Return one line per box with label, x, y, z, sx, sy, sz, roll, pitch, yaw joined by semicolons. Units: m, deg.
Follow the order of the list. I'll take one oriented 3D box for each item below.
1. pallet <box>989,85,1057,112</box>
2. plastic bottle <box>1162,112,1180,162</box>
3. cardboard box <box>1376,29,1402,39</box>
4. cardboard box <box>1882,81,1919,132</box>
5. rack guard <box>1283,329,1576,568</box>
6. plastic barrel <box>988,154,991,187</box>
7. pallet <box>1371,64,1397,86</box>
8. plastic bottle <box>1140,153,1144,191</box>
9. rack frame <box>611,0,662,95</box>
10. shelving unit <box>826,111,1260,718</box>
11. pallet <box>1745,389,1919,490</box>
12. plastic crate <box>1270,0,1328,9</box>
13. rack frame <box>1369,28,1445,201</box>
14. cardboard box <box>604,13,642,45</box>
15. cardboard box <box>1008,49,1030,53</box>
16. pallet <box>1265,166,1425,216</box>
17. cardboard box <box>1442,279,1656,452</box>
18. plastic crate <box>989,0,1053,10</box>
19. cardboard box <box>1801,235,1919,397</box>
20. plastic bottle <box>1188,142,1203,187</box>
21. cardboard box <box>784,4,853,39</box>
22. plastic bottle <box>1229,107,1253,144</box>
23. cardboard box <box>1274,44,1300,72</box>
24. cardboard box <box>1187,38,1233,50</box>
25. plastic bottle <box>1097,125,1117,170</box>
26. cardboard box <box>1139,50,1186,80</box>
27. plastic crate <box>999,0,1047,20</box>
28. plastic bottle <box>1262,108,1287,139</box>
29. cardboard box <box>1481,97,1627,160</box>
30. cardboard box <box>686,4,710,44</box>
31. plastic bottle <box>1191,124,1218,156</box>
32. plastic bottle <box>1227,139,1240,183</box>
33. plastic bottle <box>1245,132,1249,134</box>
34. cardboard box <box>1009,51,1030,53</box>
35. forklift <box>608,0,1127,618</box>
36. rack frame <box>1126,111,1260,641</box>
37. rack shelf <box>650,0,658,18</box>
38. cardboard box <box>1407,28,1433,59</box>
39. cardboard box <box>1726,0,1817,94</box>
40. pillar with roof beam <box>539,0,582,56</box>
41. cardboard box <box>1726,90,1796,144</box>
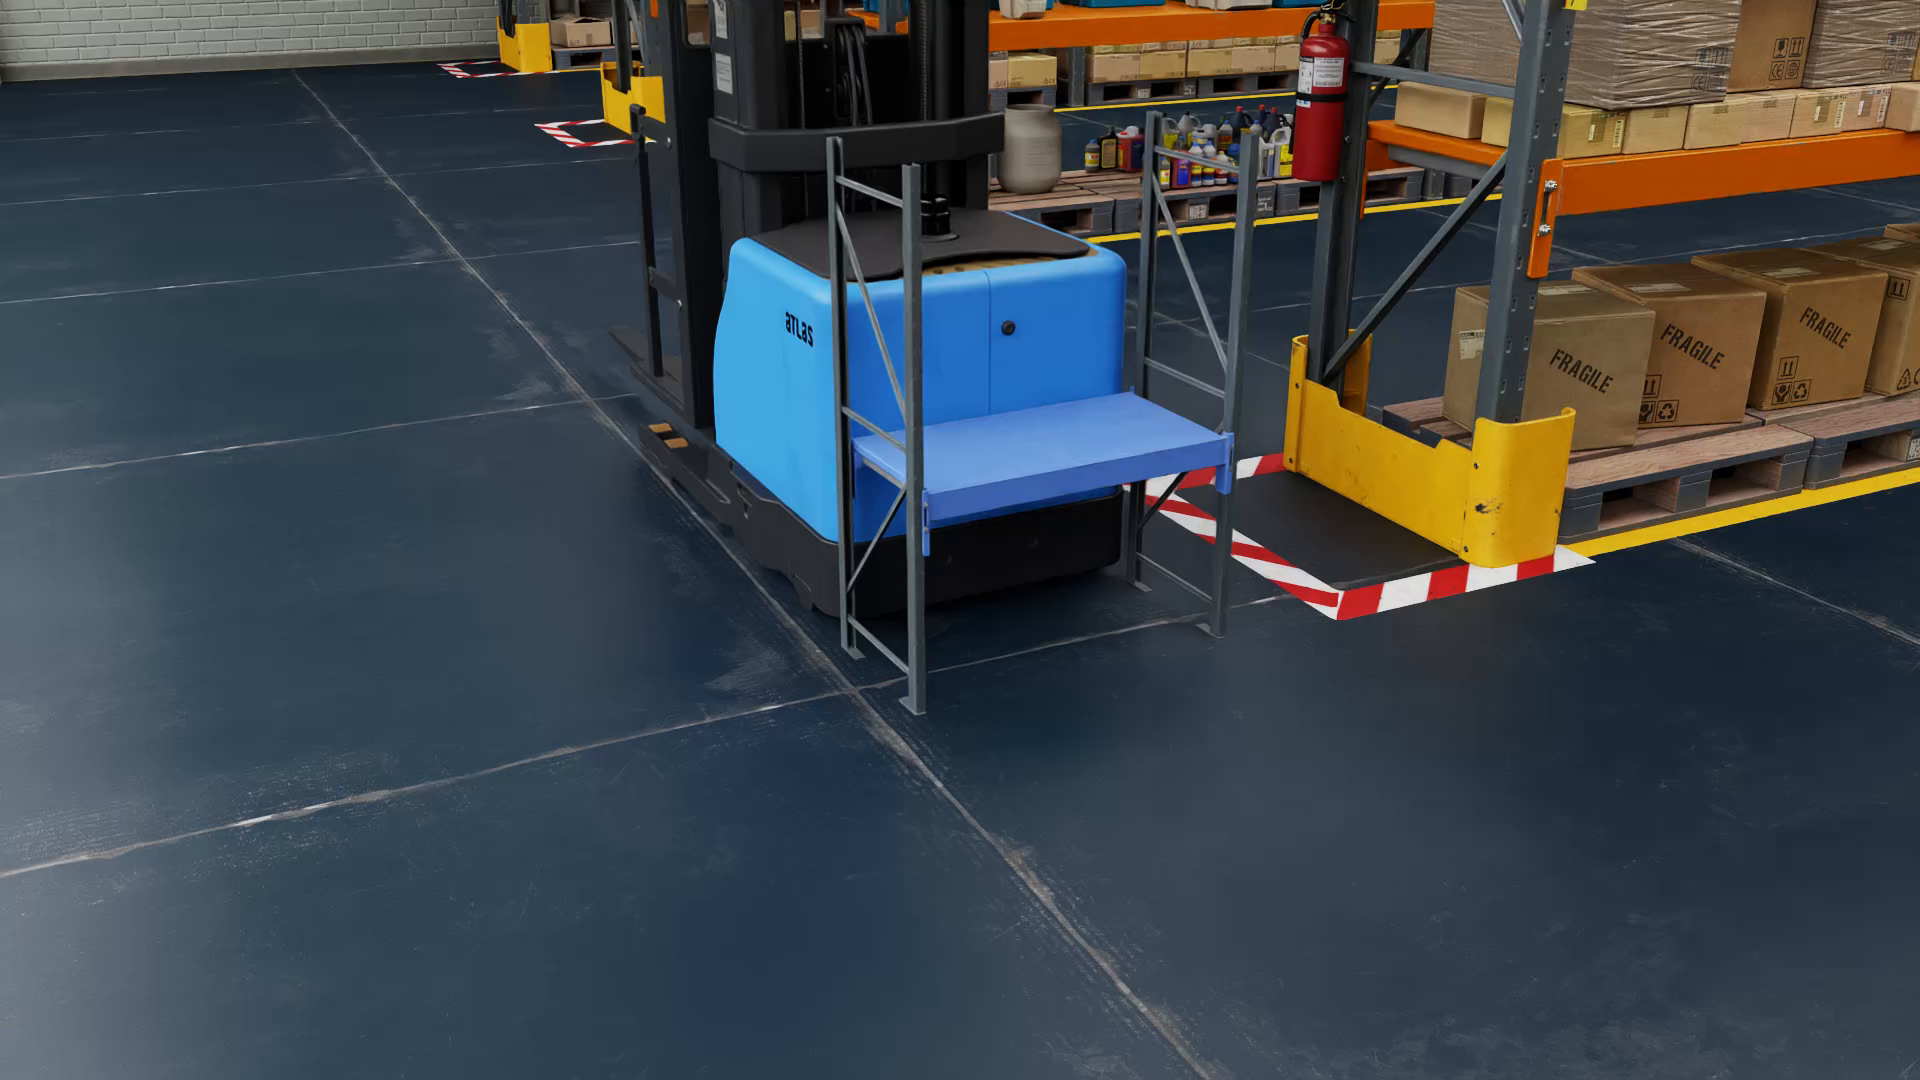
pallet;0.147;-4.173;15.556;1.213;0.211;1.003;-10;25;-24
plastic bottle;1.398;-2.727;11.305;0.185;0.351;0.144;-9;24;-21
cardboard box;4.120;-5.254;16.833;0.500;0.311;0.500;-10;24;-22
cardboard box;3.324;-1.566;5.939;0.250;0.149;0.380;-10;25;-24
rack guard;1.639;-0.359;5.963;0.348;0.500;1.175;-10;25;-24
plastic barrel;-0.018;-2.388;10.301;0.421;0.512;0.421;0;22;0
pallet;3.727;-4.831;17.145;1.213;0.211;1.003;-10;25;-24
plastic bottle;1.191;-2.344;10.483;0.097;0.271;0.097;0;22;0
rack frame;-2.723;-4.916;13.704;0.127;3.000;1.000;-10;25;-24
shelving unit;0.224;-0.383;4.715;1.048;1.500;0.538;-12;25;-26
pallet;3.484;-0.549;6.800;1.213;0.211;1.003;-10;25;-24
plastic crate;2.147;-3.526;10.540;0.616;0.251;0.499;-10;25;-24
rack frame;3.026;-3.872;11.181;0.127;3.000;1.000;-10;25;-24
cardboard box;-3.699;-5.762;18.687;0.500;0.311;0.500;-8;24;-19
cardboard box;0.328;-4.880;15.684;0.500;0.500;0.500;-10;25;-24
pallet;2.403;-2.486;11.480;1.213;0.211;1.003;-10;25;-24
cardboard box;2.140;-0.638;6.089;0.500;0.500;0.500;-6;23;-14
plastic crate;0.331;-3.431;10.312;0.408;0.251;0.499;-10;25;-24
cardboard box;3.758;-0.924;6.778;0.500;0.500;0.500;-13;26;-28
plastic bottle;1.500;-2.401;10.620;0.097;0.271;0.097;0;22;0
cardboard box;-1.249;-4.369;14.449;0.500;0.500;0.500;-10;25;-24
plastic bottle;1.949;-2.829;11.550;0.185;0.351;0.144;-12;25;-26
cardboard box;3.200;-4.826;16.533;0.500;0.250;0.500;-10;24;-22
cardboard box;2.281;-4.912;16.008;0.500;0.311;0.500;-11;25;-25
plastic bottle;0.984;-2.638;11.177;0.133;0.283;0.061;-10;24;-22
cardboard box;1.813;-4.569;15.911;0.500;0.250;0.500;-10;24;-22
plastic crate;0.368;-3.124;9.719;0.250;0.136;0.298;-10;25;-24
plastic bottle;2.181;-2.810;11.506;0.185;0.351;0.144;-10;25;-24
cardboard box;1.930;-1.350;5.418;0.250;0.149;0.380;-10;25;-24
cardboard box;-2.369;-4.377;14.468;0.500;0.500;0.500;-10;25;-24
plastic bottle;1.653;-2.677;11.281;0.135;0.276;0.152;-10;25;-24
plastic bottle;1.772;-2.451;10.742;0.097;0.271;0.097;0;22;0
plastic bottle;1.912;-2.539;10.939;0.133;0.283;0.061;-10;25;-24
cardboard box;0.332;-4.530;15.819;0.500;0.250;0.500;-10;25;-24
forklift;-0.592;-1.644;5.889;1.130;2.935;3.031;-11;25;-25
rack frame;0.673;-0.475;4.936;0.032;1.500;0.500;-12;25;-26
rack shelf;-0.921;-4.915;14.643;4.000;0.370;1.077;-10;25;-24
cardboard box;5.020;-5.268;17.248;0.500;0.500;0.500;-9;24;-21
cardboard box;2.476;-1.891;5.876;0.500;0.500;0.875;-10;25;-24
pillar with roof beam;-2.752;-8.325;14.096;0.400;9.000;9.100;-10;25;-24
cardboard box;2.612;-1.470;5.708;0.250;0.149;0.380;-10;25;-24
